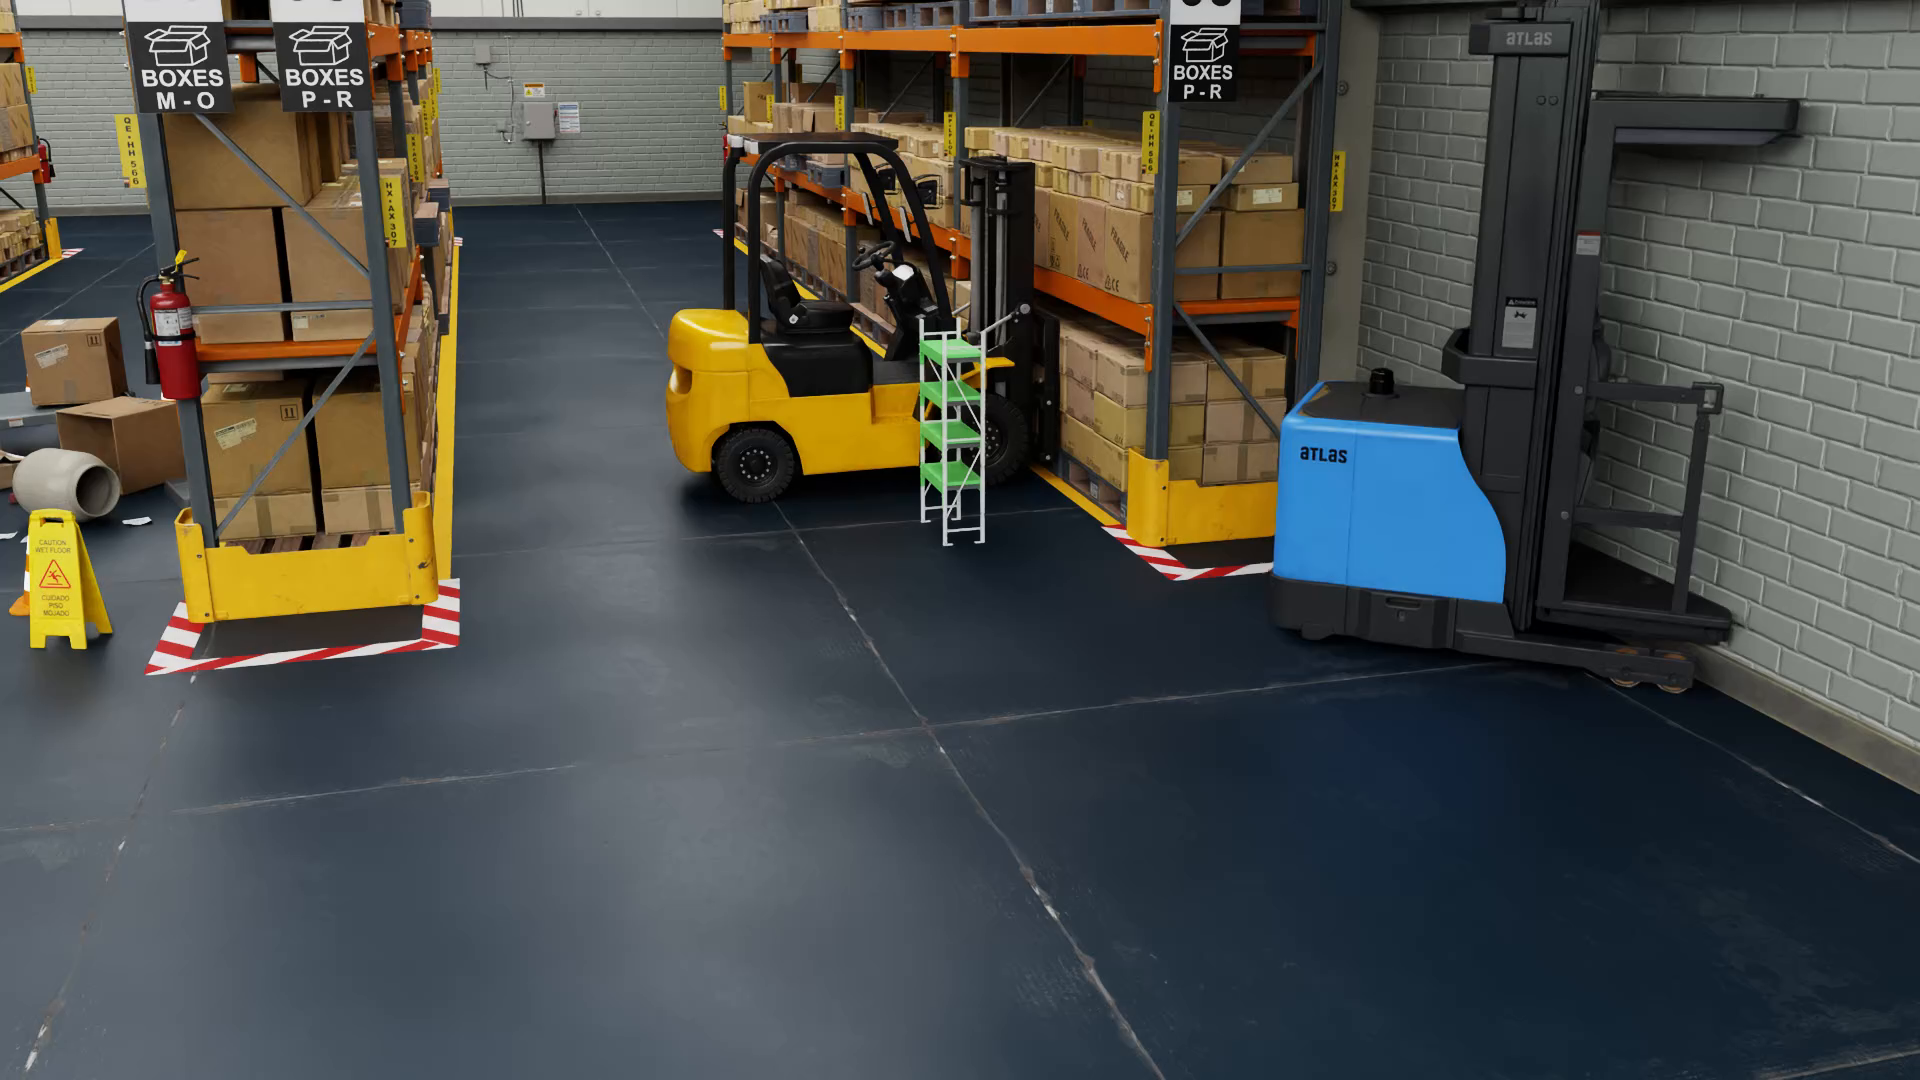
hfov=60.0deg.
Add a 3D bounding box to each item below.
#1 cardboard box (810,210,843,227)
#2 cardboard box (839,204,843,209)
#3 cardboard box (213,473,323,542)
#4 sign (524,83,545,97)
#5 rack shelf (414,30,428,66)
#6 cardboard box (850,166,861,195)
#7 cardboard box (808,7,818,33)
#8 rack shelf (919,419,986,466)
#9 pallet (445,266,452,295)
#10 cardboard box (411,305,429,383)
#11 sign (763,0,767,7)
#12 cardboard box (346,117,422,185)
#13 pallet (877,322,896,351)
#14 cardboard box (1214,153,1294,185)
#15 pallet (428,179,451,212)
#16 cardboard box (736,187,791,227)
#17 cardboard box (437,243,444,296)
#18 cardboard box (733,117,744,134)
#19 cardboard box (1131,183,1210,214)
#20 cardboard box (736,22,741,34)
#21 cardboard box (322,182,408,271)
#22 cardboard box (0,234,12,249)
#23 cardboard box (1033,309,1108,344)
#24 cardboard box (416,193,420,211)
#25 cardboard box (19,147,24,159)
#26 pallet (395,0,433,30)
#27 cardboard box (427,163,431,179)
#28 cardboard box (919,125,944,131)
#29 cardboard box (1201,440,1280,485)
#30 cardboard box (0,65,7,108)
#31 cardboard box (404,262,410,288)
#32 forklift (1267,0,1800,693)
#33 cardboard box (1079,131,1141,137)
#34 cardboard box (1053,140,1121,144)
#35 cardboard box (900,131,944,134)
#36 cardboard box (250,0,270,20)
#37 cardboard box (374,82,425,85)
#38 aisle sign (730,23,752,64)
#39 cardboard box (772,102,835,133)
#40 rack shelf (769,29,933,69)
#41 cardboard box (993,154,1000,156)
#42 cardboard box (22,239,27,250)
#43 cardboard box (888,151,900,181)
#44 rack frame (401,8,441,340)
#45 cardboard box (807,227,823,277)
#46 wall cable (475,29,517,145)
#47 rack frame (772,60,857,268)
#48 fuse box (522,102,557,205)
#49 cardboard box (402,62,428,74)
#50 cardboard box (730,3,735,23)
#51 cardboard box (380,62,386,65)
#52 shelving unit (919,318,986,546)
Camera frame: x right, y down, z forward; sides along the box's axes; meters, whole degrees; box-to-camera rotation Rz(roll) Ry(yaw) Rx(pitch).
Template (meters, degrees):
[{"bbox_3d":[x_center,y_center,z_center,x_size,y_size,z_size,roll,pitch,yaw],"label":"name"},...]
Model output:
[{"bbox_3d":[-1.490,-3.650,18.877,0.380,0.149,0.250,-4,17,-13],"label":"cardboard box"},{"bbox_3d":[-1.221,-3.909,19.738,0.380,0.149,0.250,-5,17,-15],"label":"cardboard box"},{"bbox_3d":[-3.713,-0.193,8.929,0.500,0.250,0.500,-5,17,-16],"label":"cardboard box"},{"bbox_3d":[-7.245,-7.657,28.294,0.339,0.242,0.001,-5,17,-15],"label":"sign"},{"bbox_3d":[-5.973,-4.957,16.778,1.077,0.370,4.000,-5,17,-15],"label":"rack shelf"},{"bbox_3d":[-0.765,-3.492,16.123,0.500,0.250,0.500,-5,17,-15],"label":"cardboard box"},{"bbox_3d":[-1.303,-5.471,17.497,0.500,0.250,0.500,-5,17,-15],"label":"cardboard box"},{"bbox_3d":[-0.046,-0.559,9.450,0.258,0.148,0.480,-5,17,-15],"label":"rack shelf"},{"bbox_3d":[-6.239,-2.876,18.658,1.003,0.211,1.213,-5,17,-15],"label":"pallet"},{"bbox_3d":[-3.904,-1.307,11.334,0.500,0.500,0.500,-5,17,-16],"label":"cardboard box"},{"bbox_3d":[-2.271,-6.451,19.602,0.100,0.325,0.005,-5,17,-15],"label":"sign"},{"bbox_3d":[-4.316,-2.888,12.432,0.500,0.500,0.500,-5,17,-15],"label":"cardboard box"},{"bbox_3d":[-0.132,-1.803,15.086,1.003,0.211,1.213,-5,17,-15],"label":"pallet"},{"bbox_3d":[1.659,-2.104,9.423,0.380,0.149,0.250,-5,17,-16],"label":"cardboard box"},{"bbox_3d":[-5.126,-3.032,14.664,1.213,0.211,1.003,-5,17,-15],"label":"pallet"},{"bbox_3d":[-2.774,-4.747,23.652,0.797,0.503,0.637,-5,18,-17],"label":"cardboard box"},{"bbox_3d":[-5.775,-2.940,16.990,0.875,0.875,0.875,-4,17,-15],"label":"cardboard box"},{"bbox_3d":[-2.846,-5.703,22.967,0.500,0.250,0.500,-5,17,-15],"label":"cardboard box"},{"bbox_3d":[1.182,-1.925,9.345,0.380,0.149,0.250,-4,17,-14],"label":"cardboard box"},{"bbox_3d":[-2.787,-6.837,22.220,0.380,0.149,0.250,-5,17,-15],"label":"cardboard box"},{"bbox_3d":[-3.375,-1.726,9.295,0.500,0.500,0.500,-5,17,-16],"label":"cardboard box"},{"bbox_3d":[-11.480,-3.528,19.693,0.380,0.149,0.250,-5,17,-15],"label":"cardboard box"},{"bbox_3d":[0.694,-1.379,11.140,0.500,0.250,0.500,-5,17,-16],"label":"cardboard box"},{"bbox_3d":[-4.233,-2.534,12.381,0.380,0.149,0.250,-4,17,-14],"label":"cardboard box"},{"bbox_3d":[-11.960,-4.846,20.807,0.380,0.149,0.250,-5,17,-15],"label":"cardboard box"},{"bbox_3d":[-4.680,-4.018,12.727,1.213,0.211,1.003,-5,17,-15],"label":"pallet"},{"bbox_3d":[-5.613,-3.682,16.756,0.500,0.250,0.500,-4,17,-13],"label":"cardboard box"},{"bbox_3d":[-0.176,-3.850,15.754,0.380,0.149,0.250,-5,17,-15],"label":"cardboard box"},{"bbox_3d":[1.599,-0.528,10.047,0.500,0.250,0.500,-5,17,-15],"label":"cardboard box"},{"bbox_3d":[-11.698,-5.385,19.736,0.500,0.500,0.500,-4,17,-12],"label":"cardboard box"},{"bbox_3d":[-3.514,-1.598,9.996,0.380,0.149,0.250,-5,17,-15],"label":"cardboard box"},{"bbox_3d":[3.033,-0.911,7.390,3.031,2.935,1.130,7,18,21],"label":"forklift"},{"bbox_3d":[1.069,-2.827,11.830,0.380,0.149,0.250,-5,17,-16],"label":"cardboard box"},{"bbox_3d":[0.818,-2.500,10.743,0.380,0.149,0.250,-4,17,-14],"label":"cardboard box"},{"bbox_3d":[-0.319,-3.532,14.696,0.380,0.149,0.250,-5,17,-15],"label":"cardboard box"},{"bbox_3d":[-3.738,-2.710,8.482,0.380,0.149,0.250,-5,17,-15],"label":"cardboard box"},{"bbox_3d":[-5.889,-4.557,17.498,0.500,0.500,0.500,-4,17,-14],"label":"cardboard box"},{"bbox_3d":[-3.152,-7.159,23.553,0.394,0.787,0.004,-5,17,-15],"label":"aisle sign"},{"bbox_3d":[-1.834,-4.910,19.679,0.700,0.500,0.500,-4,17,-14],"label":"cardboard box"},{"bbox_3d":[-1.202,-5.351,18.088,1.077,0.370,4.000,-5,17,-15],"label":"rack shelf"},{"bbox_3d":[0.449,-2.633,11.703,0.380,0.149,0.250,-4,17,-14],"label":"cardboard box"},{"bbox_3d":[-11.851,-3.669,20.679,0.380,0.149,0.250,-5,17,-16],"label":"cardboard box"},{"bbox_3d":[-0.338,-3.307,14.639,0.500,0.250,0.500,-4,17,-14],"label":"cardboard box"},{"bbox_3d":[-5.424,-3.312,15.265,1.000,3.000,0.127,-5,17,-15],"label":"rack frame"},{"bbox_3d":[-1.410,-3.236,18.625,0.500,0.500,0.500,-5,18,-17],"label":"cardboard box"},{"bbox_3d":[-7.834,-7.685,28.056,0.588,1.984,0.122,-5,17,-15],"label":"wall cable"},{"bbox_3d":[-1.752,-4.812,20.258,1.000,3.000,0.127,-5,17,-15],"label":"rack frame"},{"bbox_3d":[-7.135,-6.592,28.422,0.539,1.711,0.414,-5,17,-15],"label":"fuse box"},{"bbox_3d":[-7.057,-6.073,21.416,0.380,0.149,0.250,-4,17,-14],"label":"cardboard box"},{"bbox_3d":[-2.832,-7.142,22.545,0.500,0.250,0.500,-4,17,-14],"label":"cardboard box"},{"bbox_3d":[-7.651,-6.176,21.757,0.380,0.149,0.250,-4,17,-14],"label":"cardboard box"},{"bbox_3d":[-0.046,-0.620,9.432,0.258,1.200,0.503,-5,17,-15],"label":"shelving unit"}]
